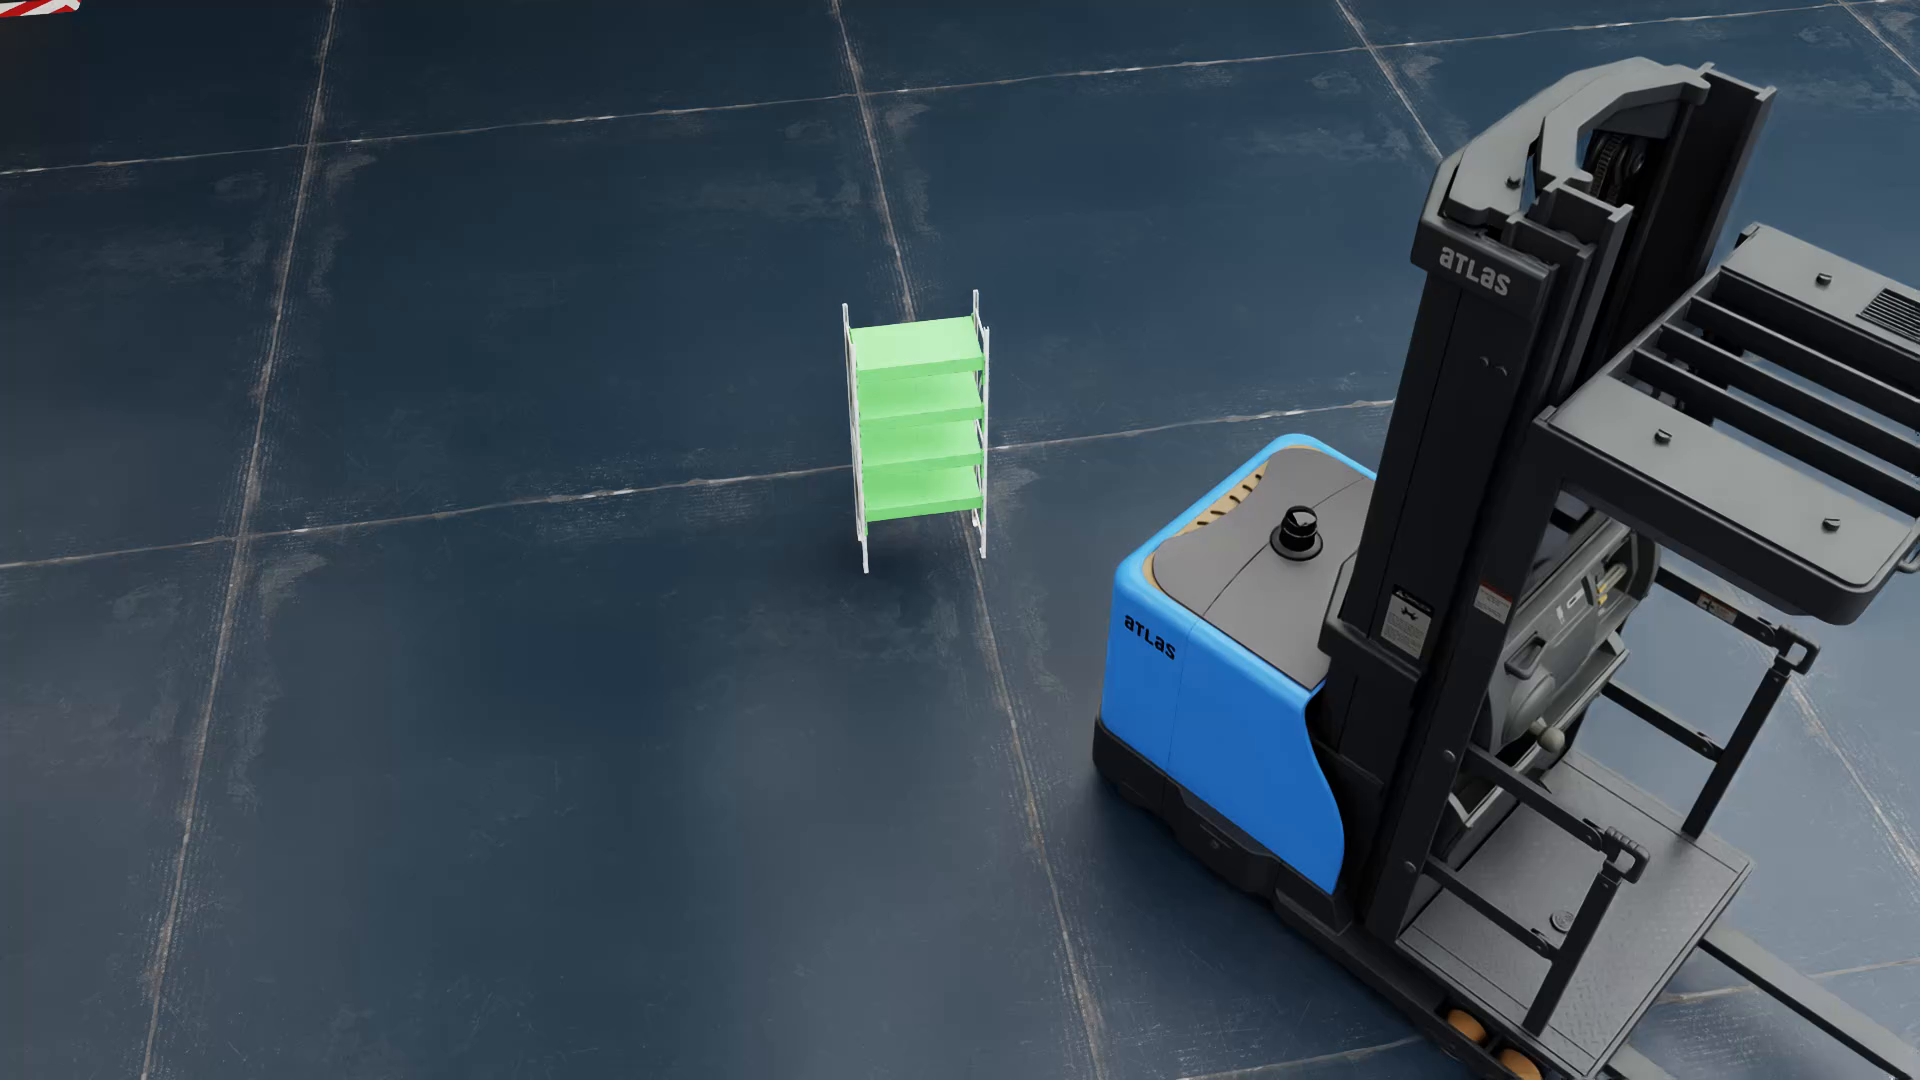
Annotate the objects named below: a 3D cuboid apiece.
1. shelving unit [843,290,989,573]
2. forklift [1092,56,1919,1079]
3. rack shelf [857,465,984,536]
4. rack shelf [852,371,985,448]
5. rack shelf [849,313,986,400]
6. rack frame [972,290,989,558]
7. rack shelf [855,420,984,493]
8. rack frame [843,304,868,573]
[{"bbox_3d":[-0.163,-0.396,6.491,0.503,1.200,0.258,-7,46,-7],"label":"shelving unit"},{"bbox_3d":[1.887,0.320,4.599,3.031,2.935,1.130,35,56,29],"label":"forklift"},{"bbox_3d":[-0.163,-0.185,6.710,0.480,0.148,0.258,-7,46,-7],"label":"rack shelf"},{"bbox_3d":[-0.163,-0.518,6.365,0.480,0.148,0.258,-7,46,-7],"label":"rack shelf"},{"bbox_3d":[-0.163,-0.685,6.192,0.480,0.148,0.258,-7,46,-7],"label":"rack shelf"},{"bbox_3d":[0.077,-0.426,6.520,0.015,1.200,0.240,-7,46,-7],"label":"rack frame"},{"bbox_3d":[-0.163,-0.352,6.538,0.480,0.148,0.258,-7,46,-7],"label":"rack shelf"},{"bbox_3d":[-0.404,-0.366,6.463,0.015,1.200,0.240,-7,46,-7],"label":"rack frame"}]
